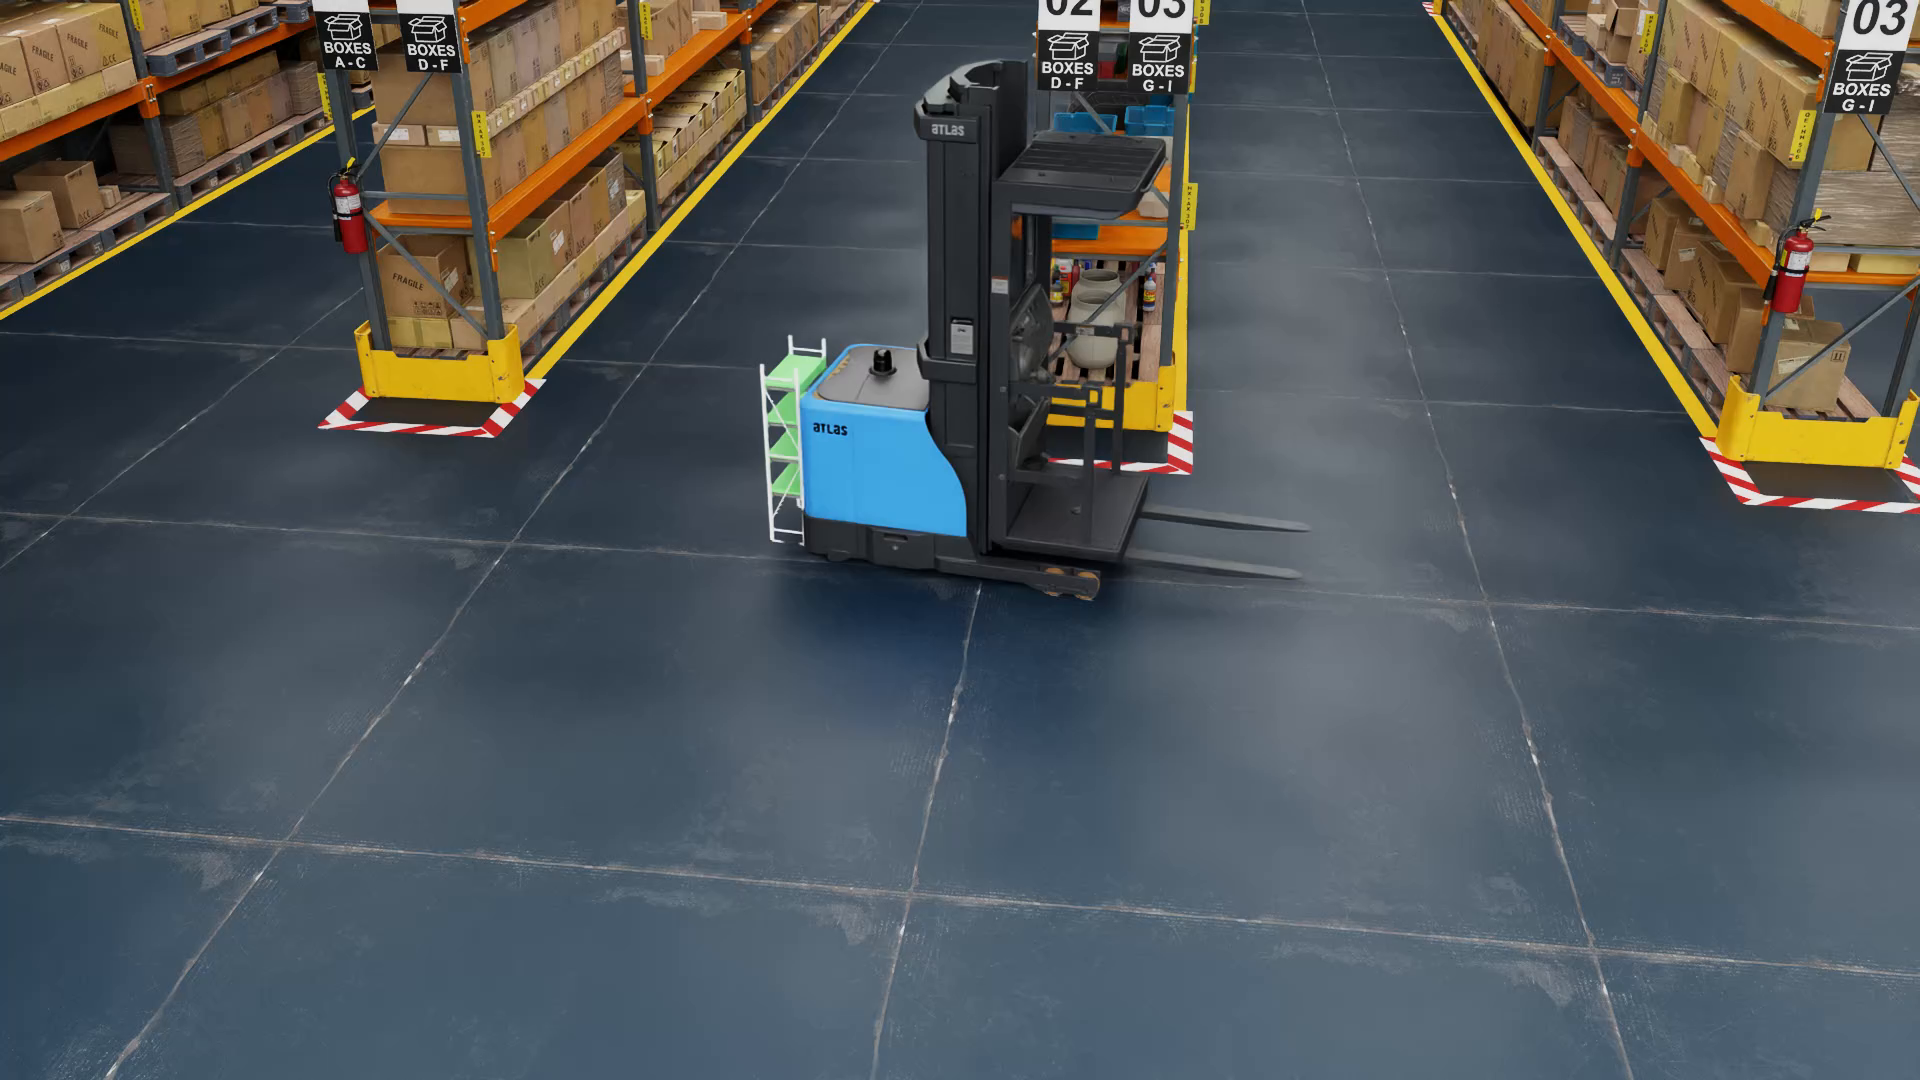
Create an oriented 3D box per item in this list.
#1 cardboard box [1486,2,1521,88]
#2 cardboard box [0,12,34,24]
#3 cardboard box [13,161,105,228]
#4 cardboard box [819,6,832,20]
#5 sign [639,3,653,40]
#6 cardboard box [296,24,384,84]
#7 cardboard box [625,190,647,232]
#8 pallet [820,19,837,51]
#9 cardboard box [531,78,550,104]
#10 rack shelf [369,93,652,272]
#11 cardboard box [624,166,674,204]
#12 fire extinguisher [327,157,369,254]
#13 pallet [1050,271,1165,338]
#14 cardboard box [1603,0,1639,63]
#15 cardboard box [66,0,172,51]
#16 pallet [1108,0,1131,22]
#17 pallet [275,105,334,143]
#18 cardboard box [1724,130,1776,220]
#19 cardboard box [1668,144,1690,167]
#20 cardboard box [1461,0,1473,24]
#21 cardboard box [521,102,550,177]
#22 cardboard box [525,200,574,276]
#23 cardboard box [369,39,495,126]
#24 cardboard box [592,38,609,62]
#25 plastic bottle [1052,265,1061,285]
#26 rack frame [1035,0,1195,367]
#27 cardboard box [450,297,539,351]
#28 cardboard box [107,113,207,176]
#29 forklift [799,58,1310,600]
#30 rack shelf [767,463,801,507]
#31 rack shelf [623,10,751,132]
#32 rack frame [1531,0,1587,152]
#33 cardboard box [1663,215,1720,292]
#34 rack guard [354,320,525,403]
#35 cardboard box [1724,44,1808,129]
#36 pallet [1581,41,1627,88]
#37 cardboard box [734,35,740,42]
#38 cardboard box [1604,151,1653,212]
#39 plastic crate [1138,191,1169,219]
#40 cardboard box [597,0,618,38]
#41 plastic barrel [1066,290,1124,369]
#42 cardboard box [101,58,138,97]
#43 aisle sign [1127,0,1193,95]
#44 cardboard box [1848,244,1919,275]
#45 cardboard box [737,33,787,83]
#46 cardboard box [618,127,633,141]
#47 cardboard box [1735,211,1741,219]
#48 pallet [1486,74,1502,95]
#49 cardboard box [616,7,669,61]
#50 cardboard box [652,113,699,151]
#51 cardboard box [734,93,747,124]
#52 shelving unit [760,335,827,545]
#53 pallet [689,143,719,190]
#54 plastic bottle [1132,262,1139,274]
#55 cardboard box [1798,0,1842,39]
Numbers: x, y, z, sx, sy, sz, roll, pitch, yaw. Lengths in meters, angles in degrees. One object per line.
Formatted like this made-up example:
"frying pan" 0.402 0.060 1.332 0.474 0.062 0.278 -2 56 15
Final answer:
"cardboard box" 7.227 -6.062 20.429 1.225 0.875 0.875 2 28 4
"cardboard box" -8.666 -4.454 14.994 0.500 0.500 0.500 3 28 6
"cardboard box" -8.422 -3.236 15.558 0.500 0.500 0.500 1 28 2
"cardboard box" -2.075 -7.652 24.107 0.380 0.166 0.250 3 28 6
"sign" -2.867 -4.732 15.167 0.100 0.325 0.005 3 28 6
"cardboard box" -7.624 -6.093 20.514 0.750 0.750 0.750 3 28 6
"cardboard box" -3.258 -3.091 15.573 0.500 0.250 0.500 3 28 6
"pallet" -2.352 -7.209 23.700 1.003 0.211 1.213 3 28 6
"cardboard box" -3.490 -3.573 13.222 0.380 0.149 0.250 3 28 6
"rack shelf" -3.663 -3.089 13.872 1.077 0.370 4.000 3 28 6
"cardboard box" -3.122 -3.497 16.327 0.500 0.250 0.500 3 28 5
"fire extinguisher" -4.383 -2.402 11.919 0.296 0.674 0.183 3 28 6
"pallet" 1.227 -1.941 13.922 1.003 0.211 1.213 3 28 6
"cardboard box" 6.534 -4.822 15.778 0.797 0.503 0.637 6 29 11
"cardboard box" -8.238 -5.109 16.293 0.700 0.500 0.500 3 29 6
"pallet" 1.206 -3.796 11.462 1.003 0.211 1.213 3 28 6
"pallet" -7.942 -4.921 19.454 1.003 0.211 1.213 3 28 6
"cardboard box" 5.960 -2.562 11.715 0.875 0.500 0.500 3 28 6
"cardboard box" 5.949 -3.106 13.410 0.380 0.149 0.250 3 28 6
"cardboard box" 7.773 -7.934 23.904 0.875 0.875 0.875 3 28 6
"cardboard box" -3.712 -3.208 13.230 0.700 0.500 0.500 4 29 7
"cardboard box" -3.513 -2.480 13.649 0.500 0.500 0.500 3 28 6
"cardboard box" -3.831 -3.324 12.076 0.700 0.500 0.500 3 29 6
"cardboard box" -3.300 -4.297 14.566 0.380 0.149 0.250 3 28 5
"plastic bottle" 0.794 -2.119 13.713 0.061 0.283 0.133 4 29 7
"rack frame" 1.008 -2.175 11.417 1.000 3.000 0.127 3 28 6
"cardboard box" -3.621 -1.678 12.951 0.500 0.250 0.500 3 28 6
"cardboard box" -8.261 -4.074 17.114 0.700 0.500 0.500 4 29 8
"forklift" 0.607 -1.212 9.702 3.031 2.935 1.130 7 29 13
"rack shelf" -1.018 -0.354 10.576 0.258 0.148 0.480 7 29 13
"rack shelf" -3.173 -4.972 17.367 1.077 0.370 4.000 3 28 6
"rack frame" 6.904 -5.653 17.872 1.000 3.000 0.127 3 28 6
"cardboard box" 6.262 -2.398 14.024 0.500 0.500 0.500 13 31 22
"rack guard" -3.911 -1.353 12.526 1.175 0.500 0.348 3 28 6
"cardboard box" 5.865 -3.246 11.932 0.500 0.500 0.500 3 28 6
"pallet" 6.702 -4.634 16.184 1.003 0.211 1.213 3 28 6
"cardboard box" -2.982 -6.021 20.727 0.500 0.500 0.500 2 28 4
"cardboard box" 6.587 -3.374 15.815 0.700 0.500 0.500 3 28 6
"plastic crate" 1.437 -2.461 12.226 0.298 0.136 0.250 3 28 6
"cardboard box" -3.466 -4.753 14.729 0.700 0.500 0.500 3 29 6
"plastic barrel" 1.013 -1.579 12.490 0.421 0.512 0.421 0 28 0
"cardboard box" -8.092 -4.336 15.565 0.500 0.250 0.500 3 29 6
"aisle sign" 1.290 -3.269 10.706 0.394 0.787 0.004 3 28 6
"cardboard box" 6.195 -1.897 11.165 0.380 0.149 0.250 3 28 6
"cardboard box" -2.463 -6.004 20.695 0.500 0.500 0.500 3 28 6
"cardboard box" -3.595 -4.021 16.709 0.500 0.311 0.500 4 29 8
"cardboard box" 5.882 -2.393 12.086 0.380 0.149 0.250 3 28 6
"pallet" 7.374 -5.941 21.346 1.003 0.211 1.213 3 28 6
"cardboard box" -3.243 -5.000 16.555 0.500 0.500 0.500 5 29 10
"cardboard box" -2.991 -4.228 17.092 0.500 0.311 0.500 2 28 5
"cardboard box" -2.750 -4.943 19.011 0.500 0.250 0.500 4 29 7
"shelving unit" -1.018 -0.622 10.432 0.258 1.200 0.503 7 29 13
"pallet" -3.219 -4.045 17.827 1.003 0.211 1.213 3 28 6
"plastic bottle" 1.512 -2.423 14.277 0.061 0.283 0.133 3 28 6
"cardboard box" 5.730 -3.383 10.655 0.500 0.250 0.500 4 29 7
